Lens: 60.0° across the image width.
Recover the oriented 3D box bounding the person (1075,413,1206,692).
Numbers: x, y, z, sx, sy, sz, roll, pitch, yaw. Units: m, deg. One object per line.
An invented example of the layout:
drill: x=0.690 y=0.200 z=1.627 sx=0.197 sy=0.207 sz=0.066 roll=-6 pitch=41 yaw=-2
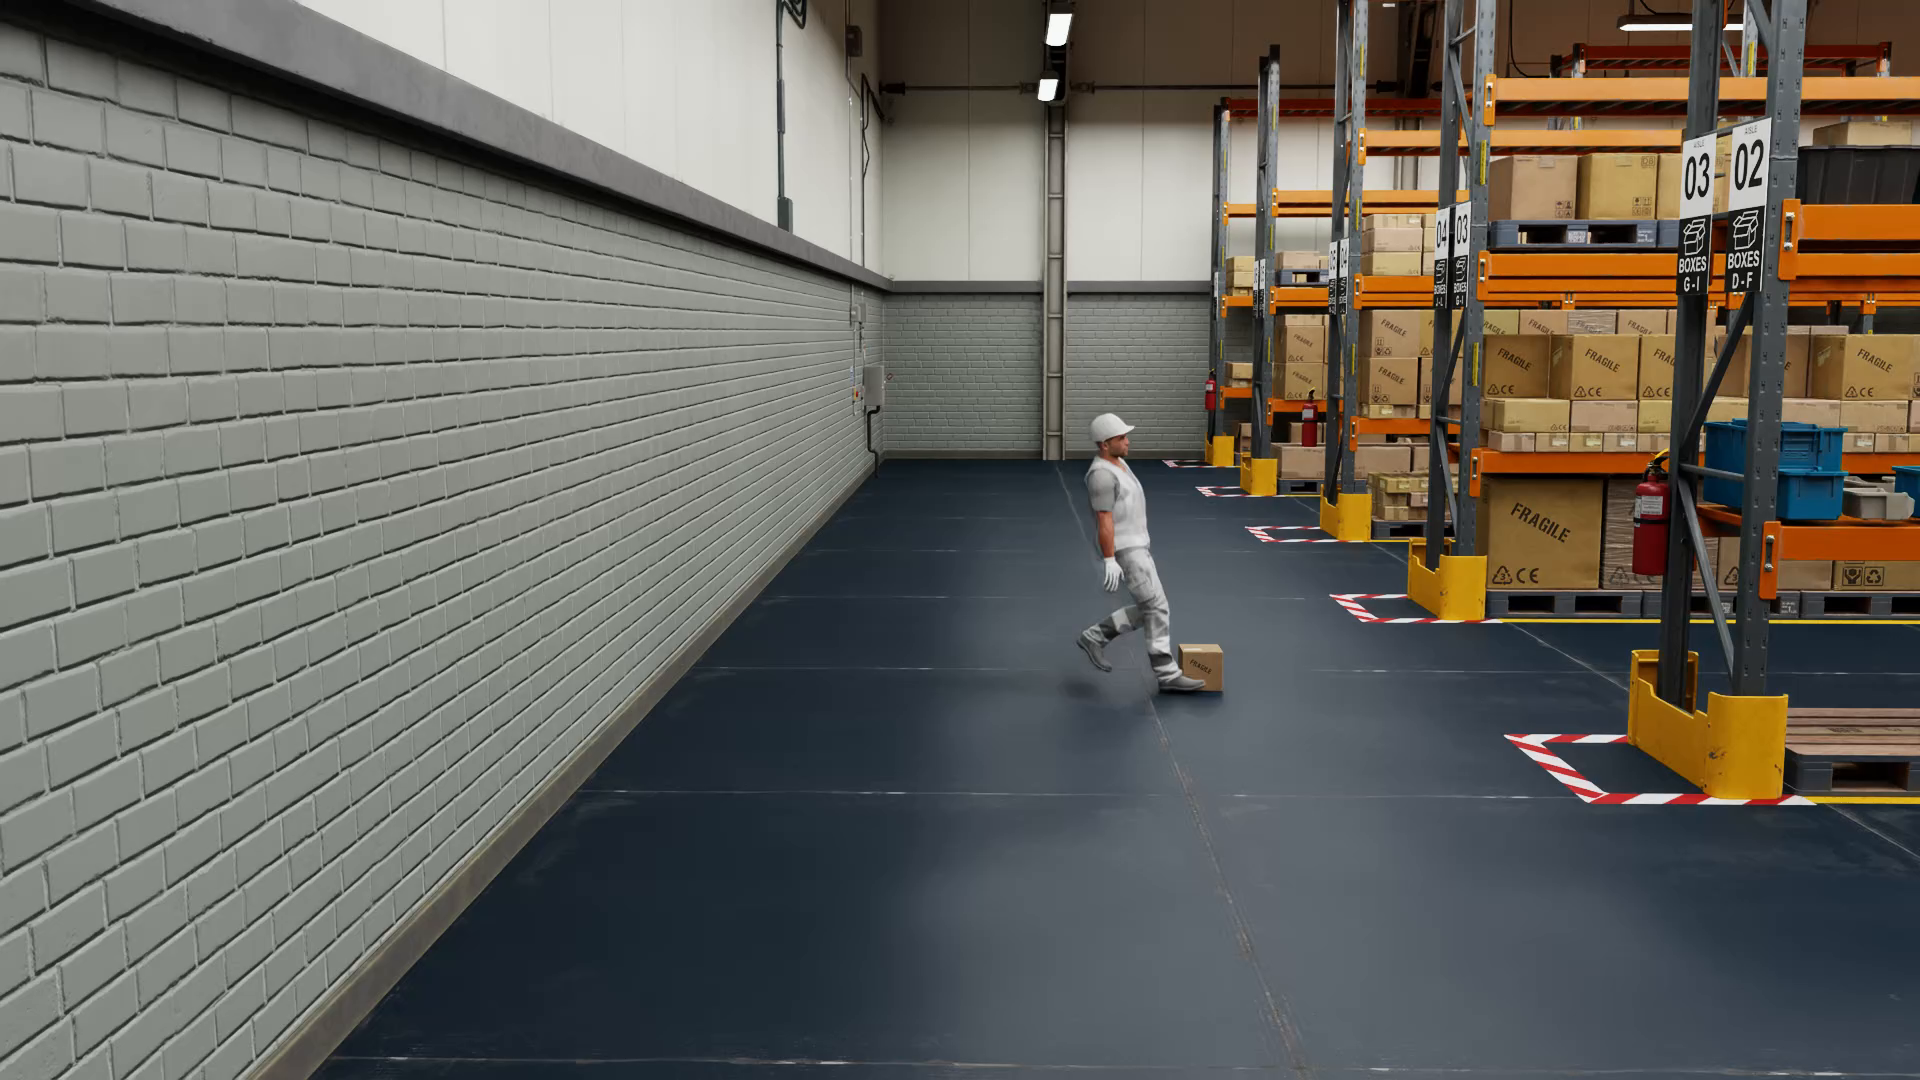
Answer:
person: x=1.125 y=0.075 z=10.332 sx=0.853 sy=1.722 sz=0.626 roll=2 pitch=7 yaw=17
